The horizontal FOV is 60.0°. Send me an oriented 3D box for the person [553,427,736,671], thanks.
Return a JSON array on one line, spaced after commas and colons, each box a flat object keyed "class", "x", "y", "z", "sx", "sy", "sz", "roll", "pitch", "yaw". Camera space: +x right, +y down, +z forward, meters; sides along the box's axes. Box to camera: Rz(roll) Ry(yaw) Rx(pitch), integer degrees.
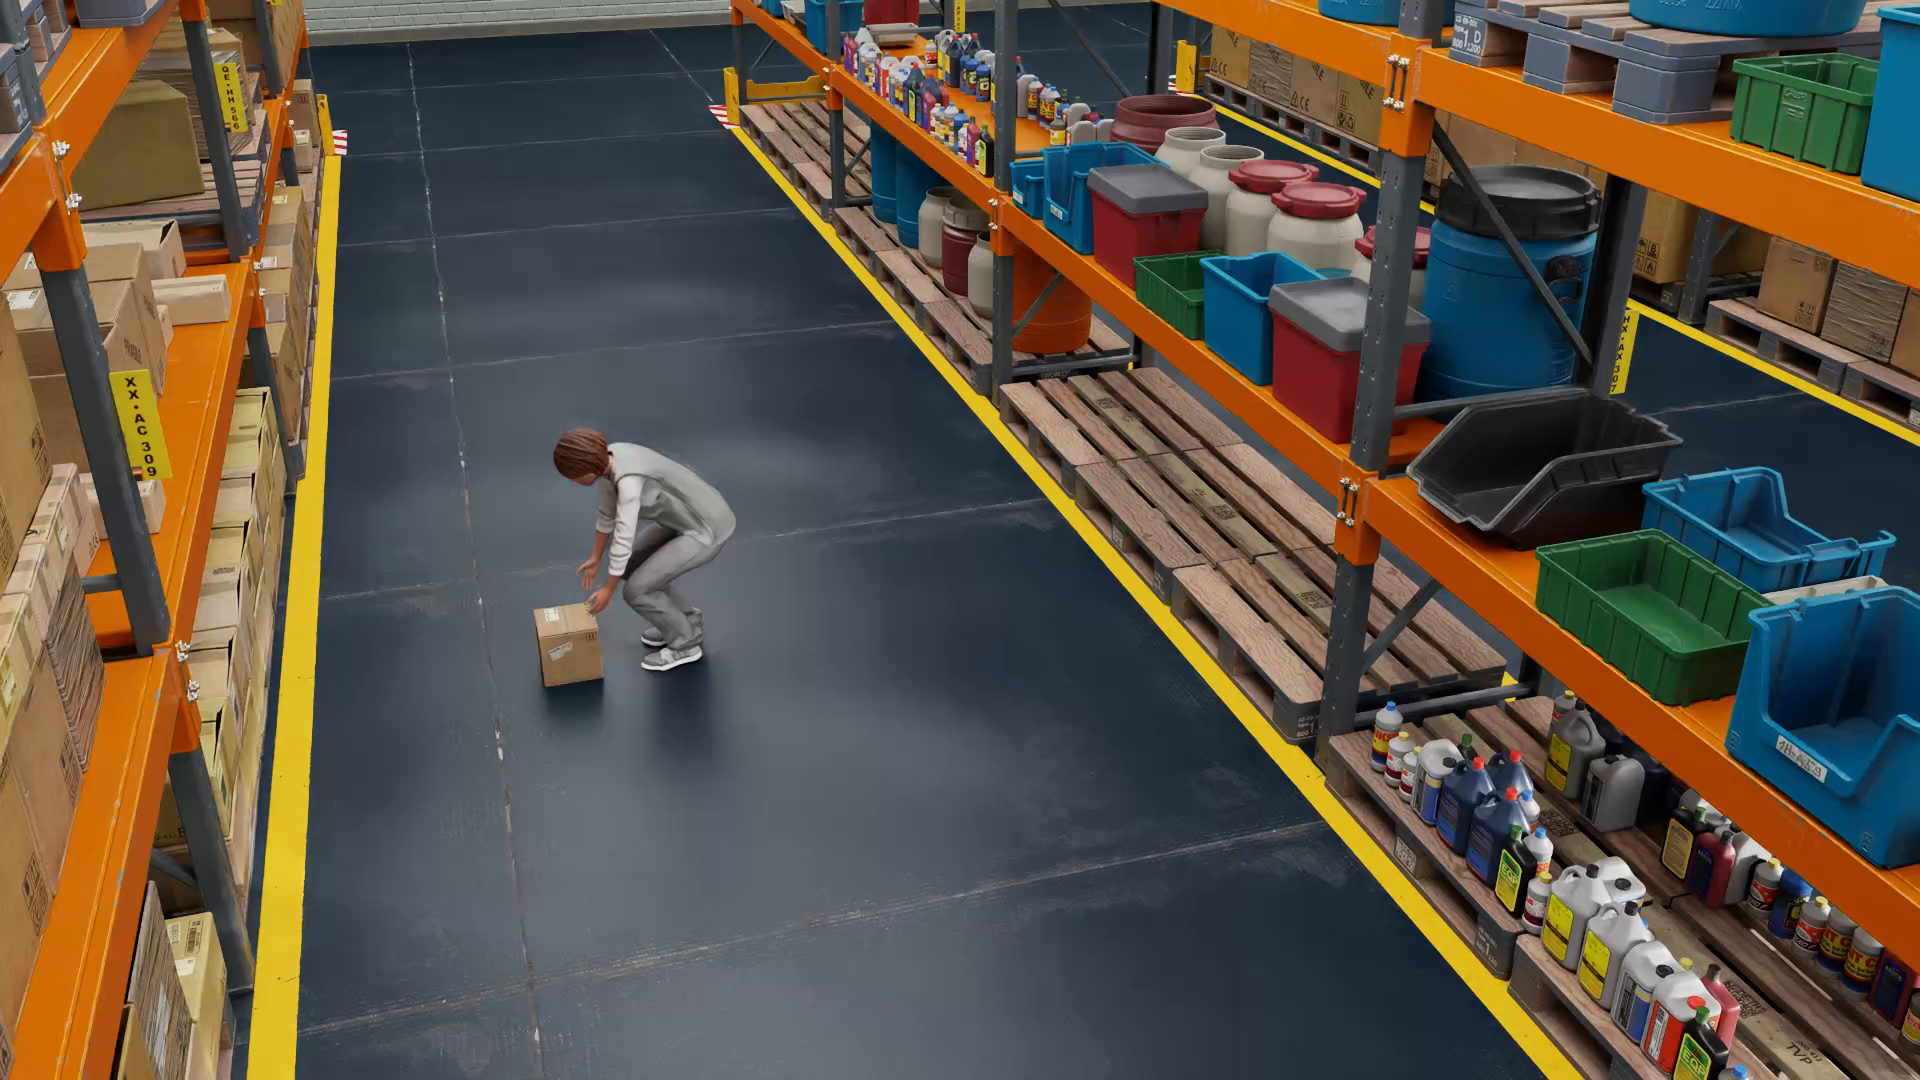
[{"class": "person", "x": -1.315, "y": 0.024, "z": 7.120, "sx": 0.733, "sy": 1.115, "sz": 0.463, "roll": -8, "pitch": 28, "yaw": -16}]
